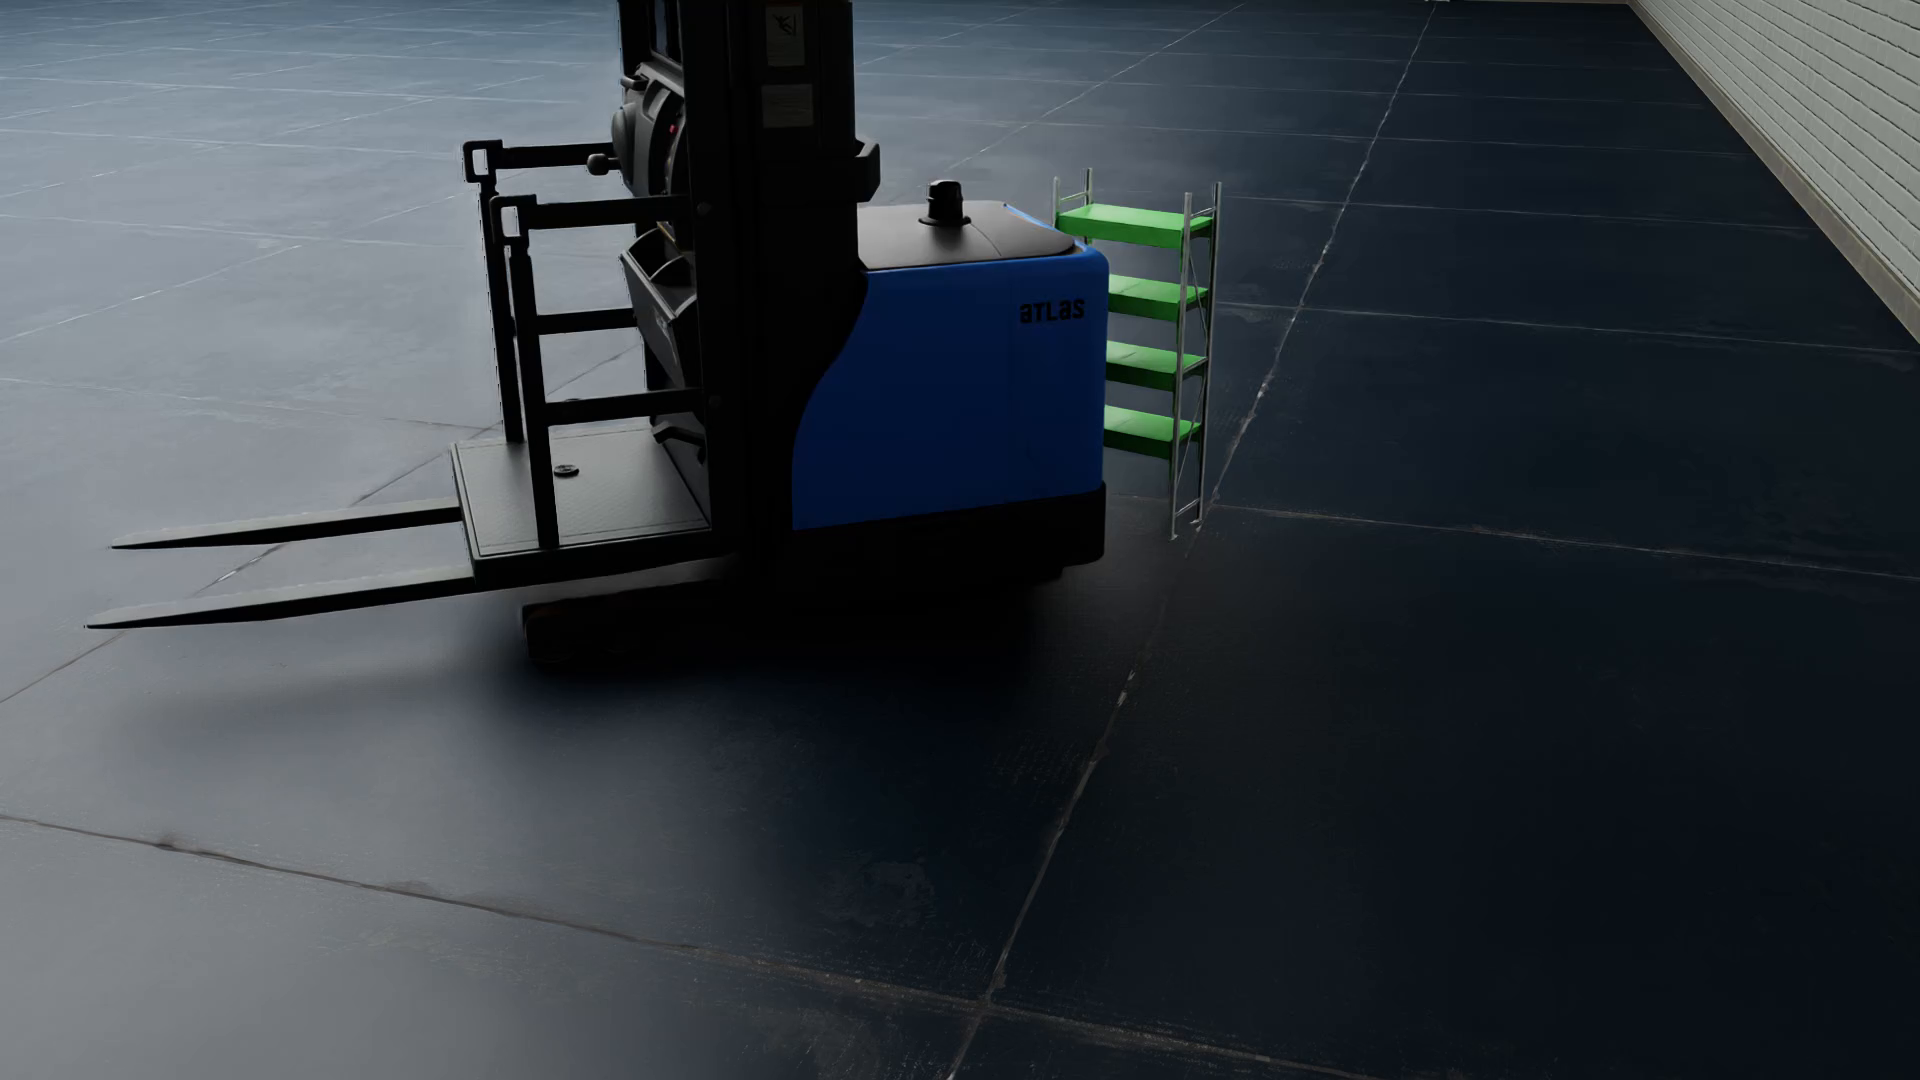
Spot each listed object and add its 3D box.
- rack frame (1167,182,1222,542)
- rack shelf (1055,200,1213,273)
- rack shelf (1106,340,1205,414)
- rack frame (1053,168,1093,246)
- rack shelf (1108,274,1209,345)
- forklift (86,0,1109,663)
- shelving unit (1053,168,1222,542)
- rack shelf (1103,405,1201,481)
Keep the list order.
[{"bbox_3d":[0.791,-0.588,5.623,0.015,1.200,0.240,14,26,31],"label":"rack frame"},{"bbox_3d":[0.588,-1.025,5.591,0.480,0.148,0.258,14,26,31],"label":"rack shelf"},{"bbox_3d":[0.588,-0.581,5.773,0.480,0.148,0.258,14,26,31],"label":"rack shelf"},{"bbox_3d":[0.385,-0.691,5.874,0.015,1.200,0.240,14,26,31],"label":"rack frame"},{"bbox_3d":[0.588,-0.803,5.682,0.480,0.148,0.258,14,26,31],"label":"rack shelf"},{"bbox_3d":[-1.099,-1.221,4.884,3.031,2.935,1.130,-8,24,-18],"label":"forklift"},{"bbox_3d":[0.588,-0.640,5.749,0.503,1.200,0.258,14,26,31],"label":"shelving unit"},{"bbox_3d":[0.588,-0.359,5.864,0.480,0.148,0.258,14,26,31],"label":"rack shelf"}]
